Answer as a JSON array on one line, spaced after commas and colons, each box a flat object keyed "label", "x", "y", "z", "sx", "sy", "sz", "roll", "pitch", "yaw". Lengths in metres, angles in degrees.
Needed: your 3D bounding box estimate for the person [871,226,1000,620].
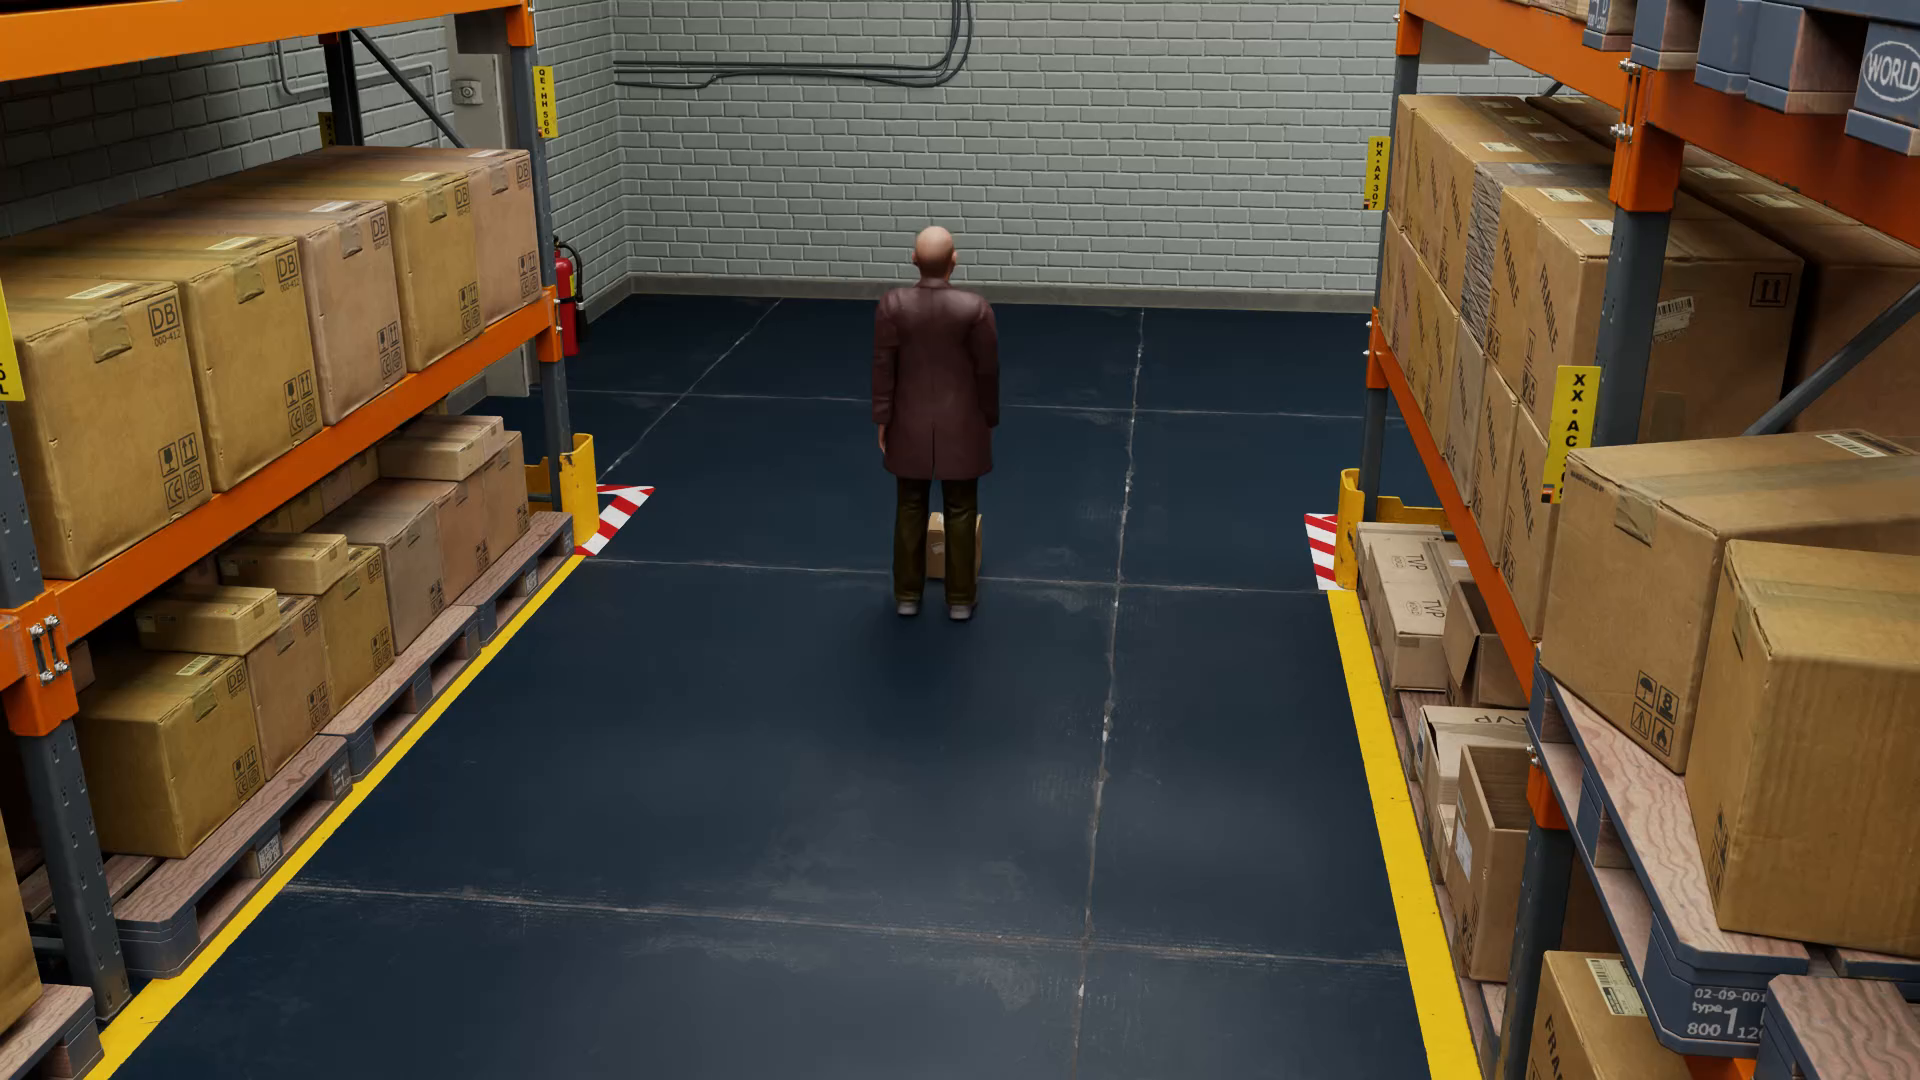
[{"label": "person", "x": -0.103, "y": -0.522, "z": 7.454, "sx": 0.583, "sy": 1.791, "sz": 0.405, "roll": 3, "pitch": 21, "yaw": 7}]
